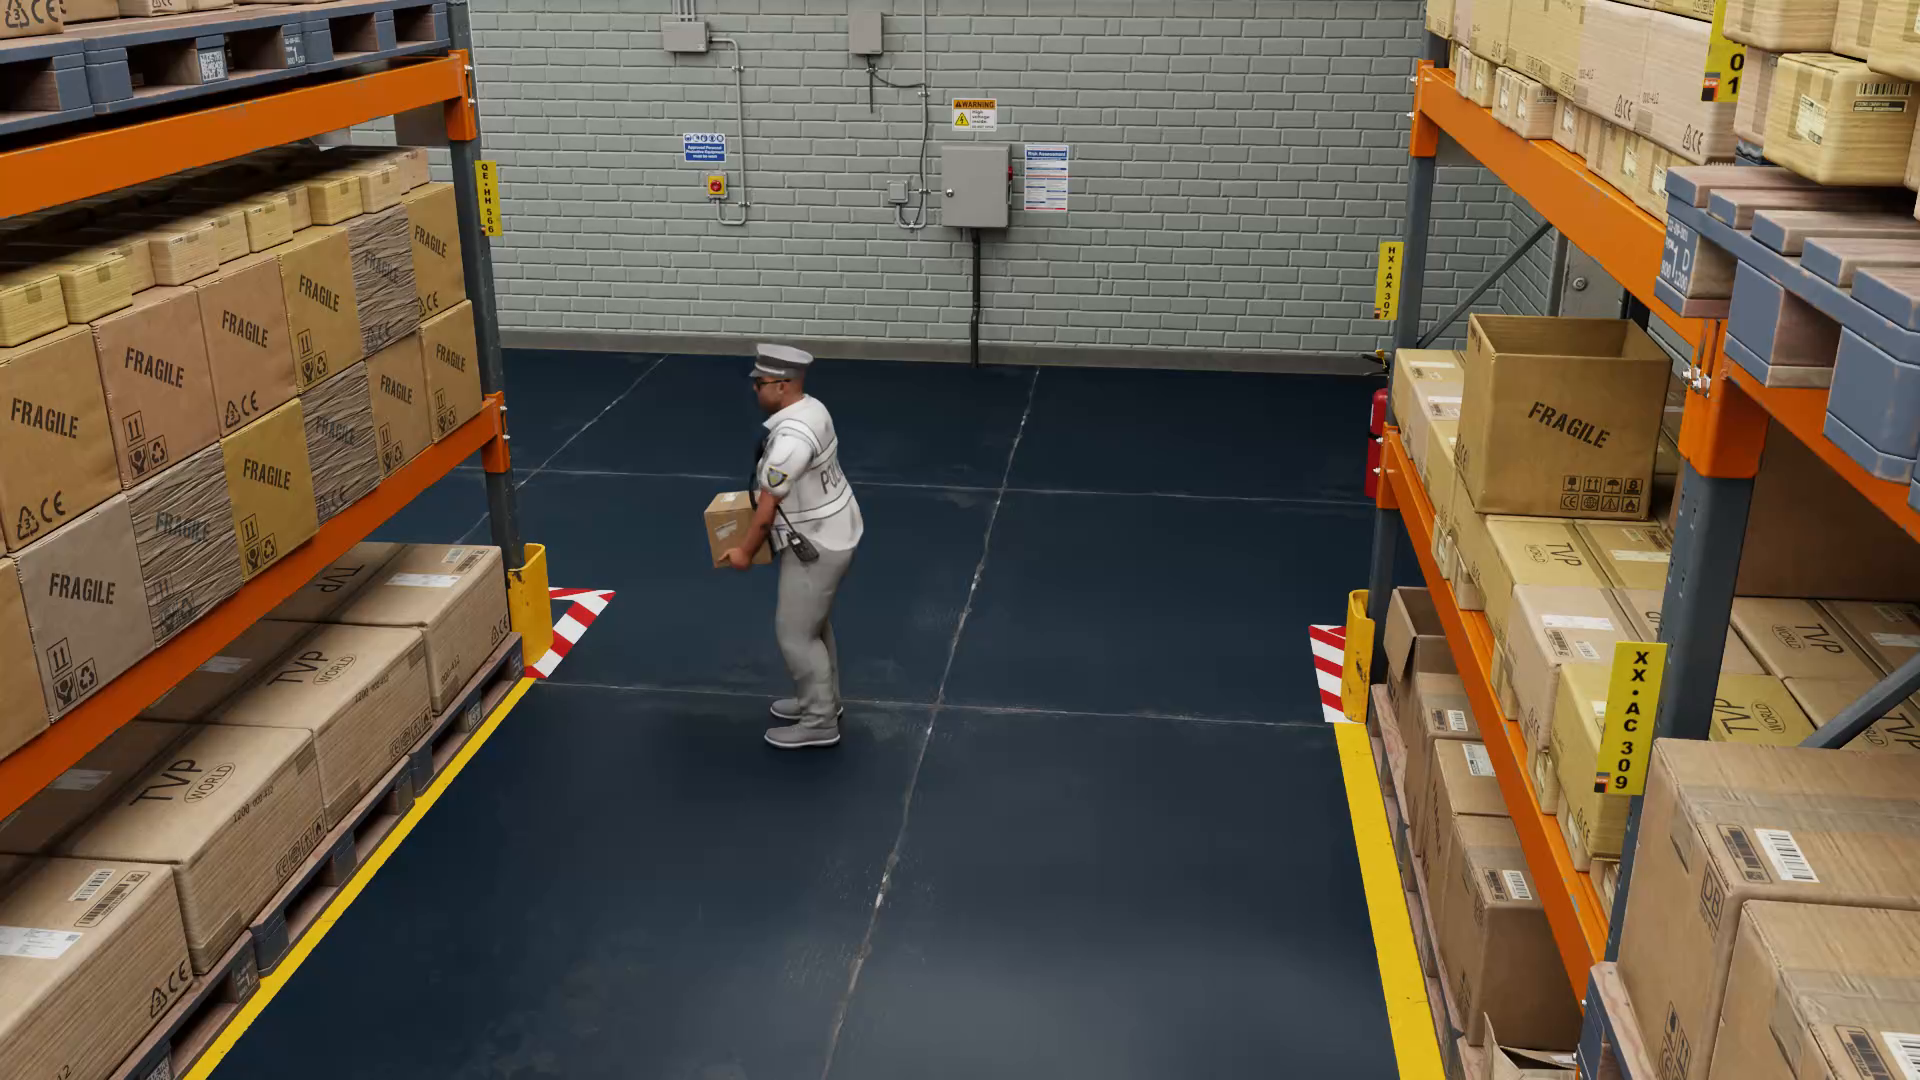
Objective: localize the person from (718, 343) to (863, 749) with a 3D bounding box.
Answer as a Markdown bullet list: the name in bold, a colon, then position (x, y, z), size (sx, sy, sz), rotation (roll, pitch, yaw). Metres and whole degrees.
- **person**: position (-0.710, 0.022, 7.030), size (0.586, 1.750, 0.487), rotation (2, 21, 5)
